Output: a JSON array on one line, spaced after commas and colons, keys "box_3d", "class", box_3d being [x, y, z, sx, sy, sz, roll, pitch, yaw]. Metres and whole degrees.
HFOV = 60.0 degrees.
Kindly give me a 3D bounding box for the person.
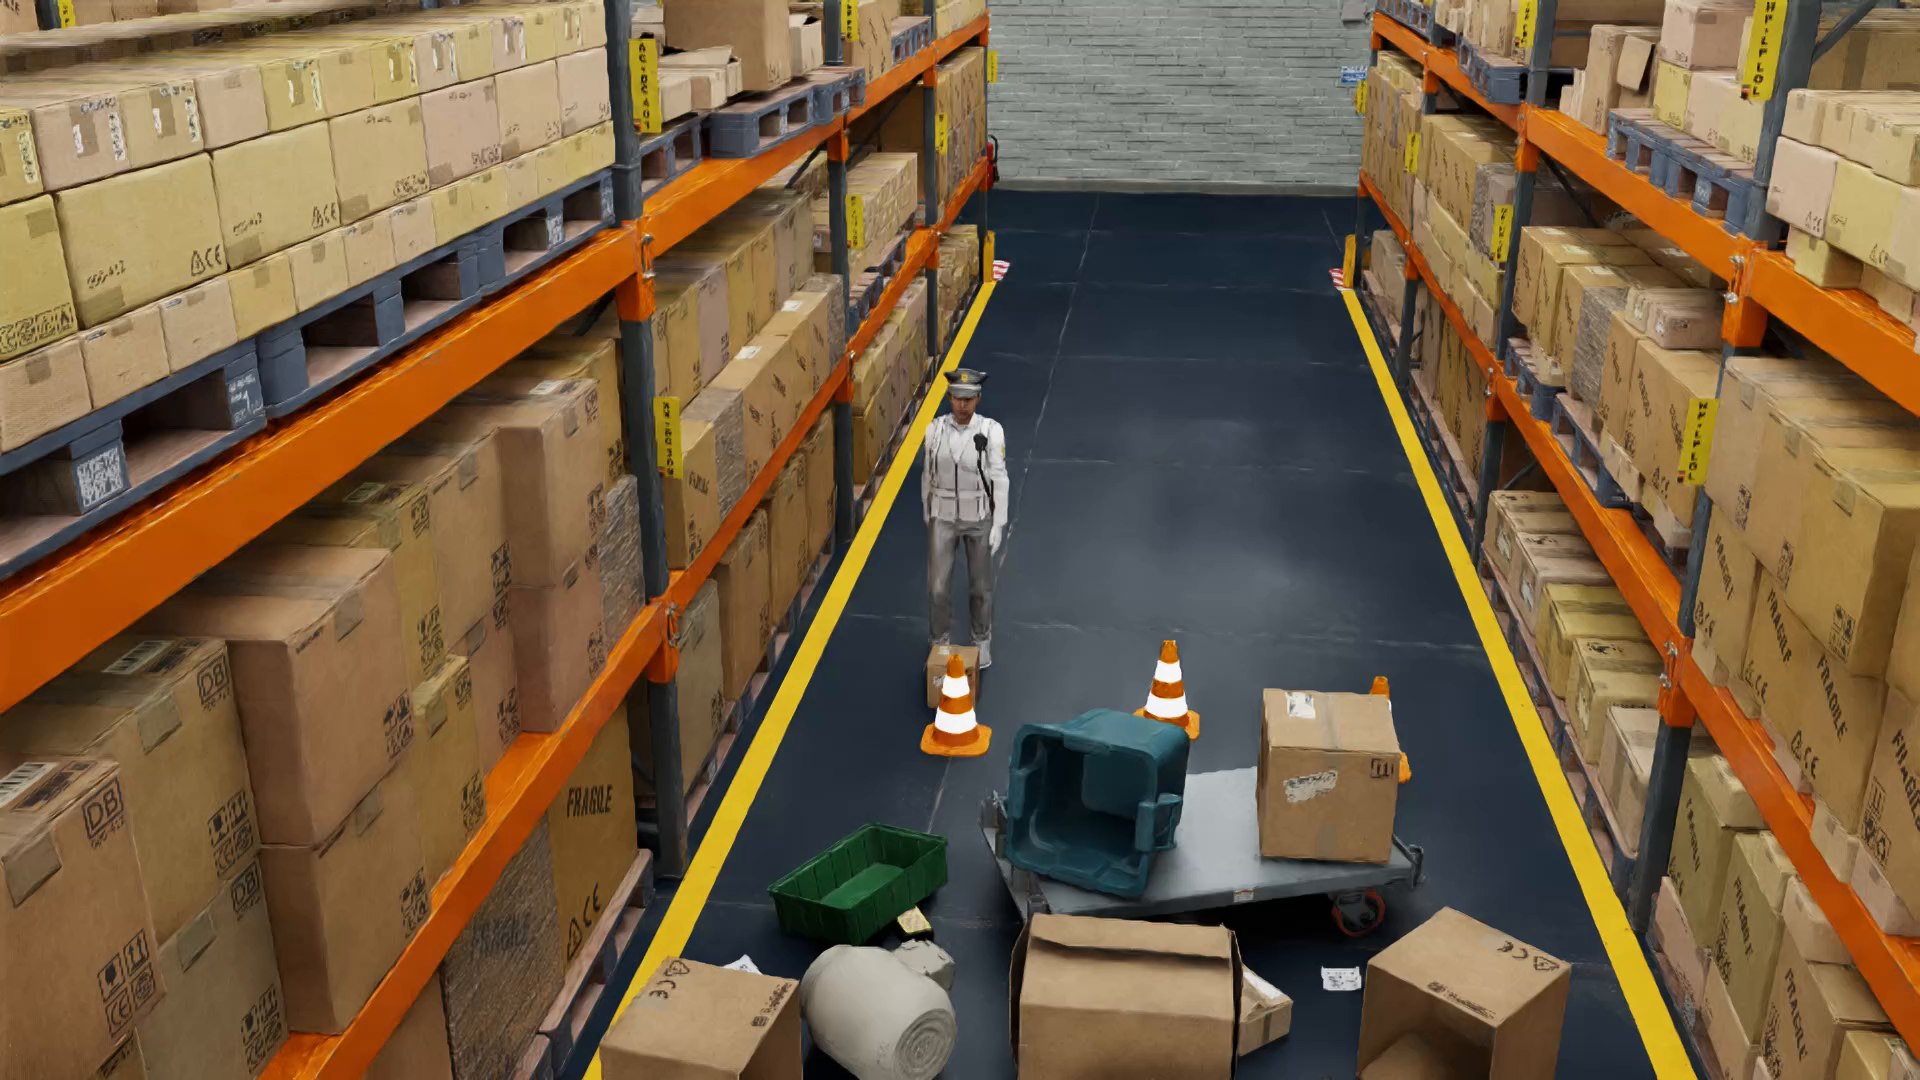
[{"box_3d": [0.020, -0.097, 8.836, 0.473, 1.690, 0.441, 3, 21, 7], "class": "person"}]
